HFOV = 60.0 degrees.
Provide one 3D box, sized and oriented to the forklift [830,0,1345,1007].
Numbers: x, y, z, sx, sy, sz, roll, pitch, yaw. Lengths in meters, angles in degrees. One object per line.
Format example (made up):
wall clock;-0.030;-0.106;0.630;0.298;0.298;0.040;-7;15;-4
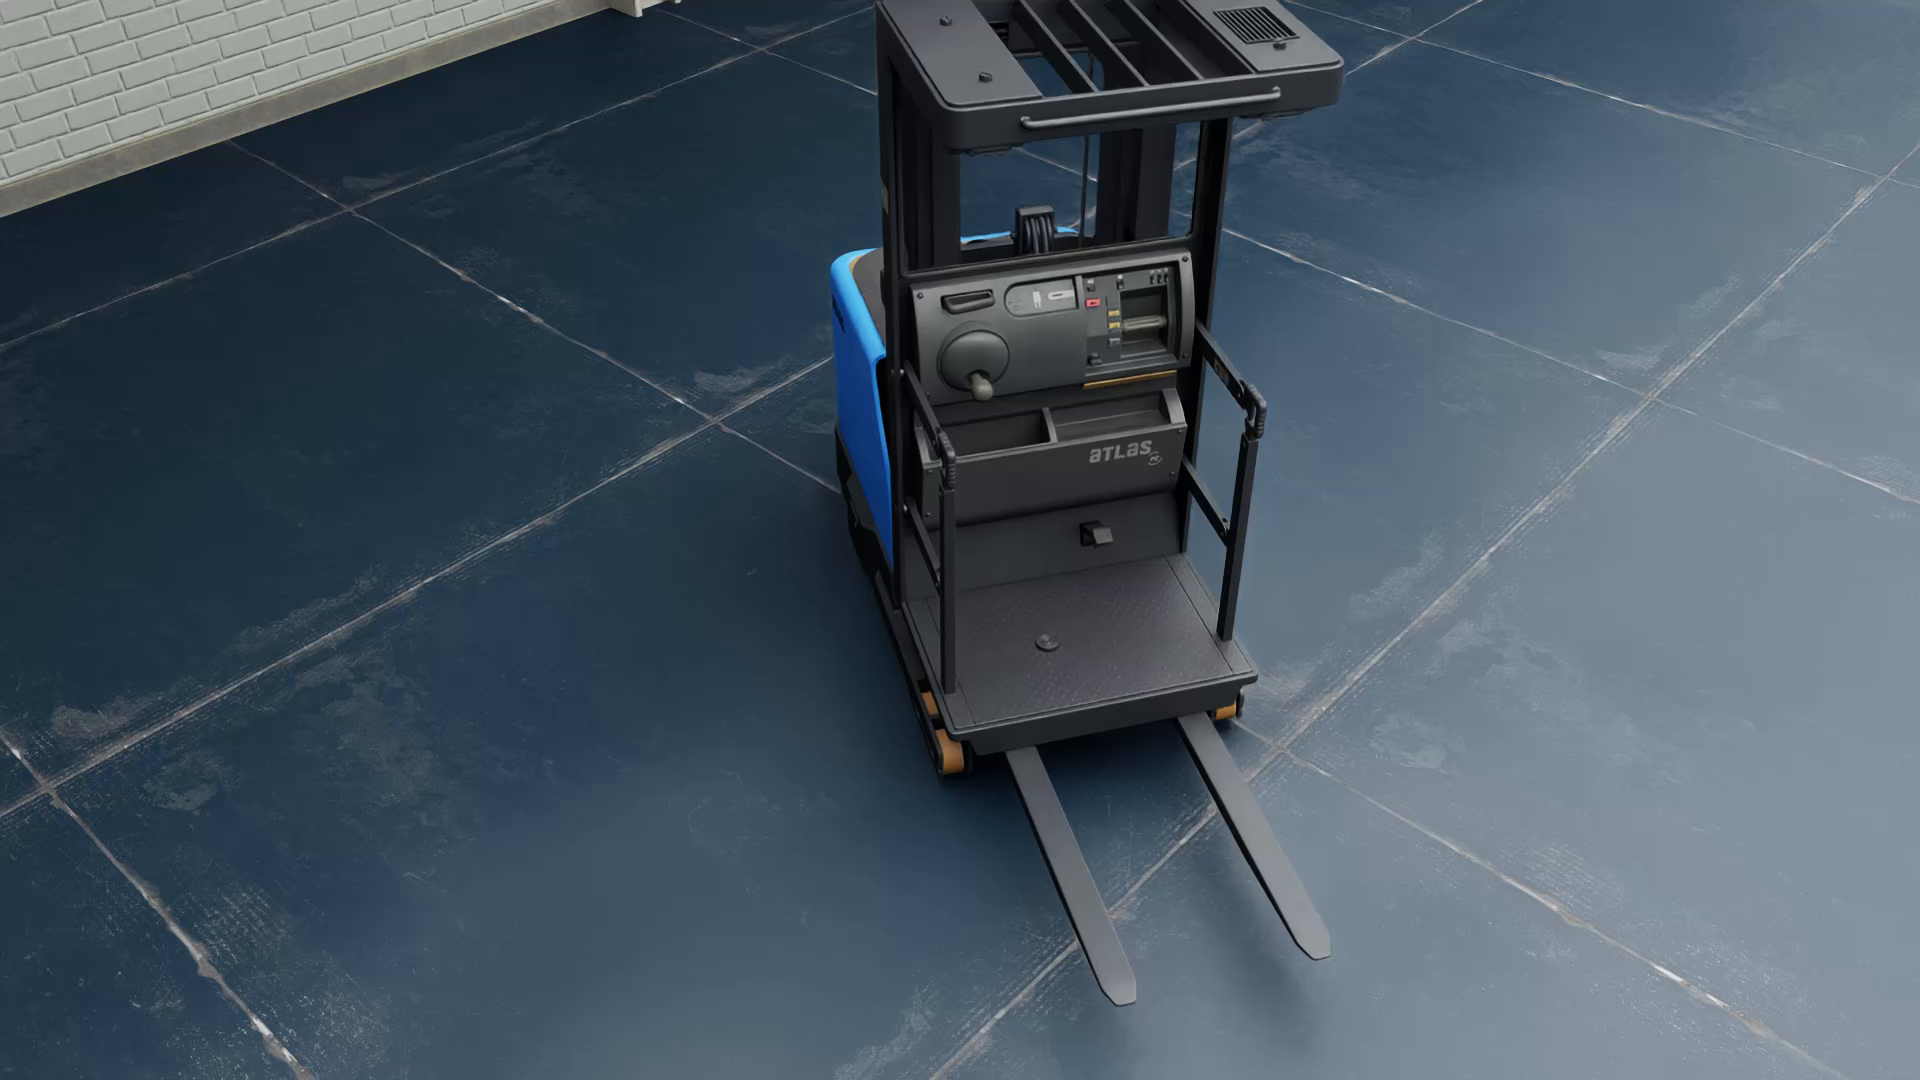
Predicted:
forklift;0.366;-0.611;5.163;1.130;2.935;3.031;-10;40;-12

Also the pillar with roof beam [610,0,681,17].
pillar with roof beam;1.025;-5.377;6.282;9.100;9.000;0.400;30;47;32
